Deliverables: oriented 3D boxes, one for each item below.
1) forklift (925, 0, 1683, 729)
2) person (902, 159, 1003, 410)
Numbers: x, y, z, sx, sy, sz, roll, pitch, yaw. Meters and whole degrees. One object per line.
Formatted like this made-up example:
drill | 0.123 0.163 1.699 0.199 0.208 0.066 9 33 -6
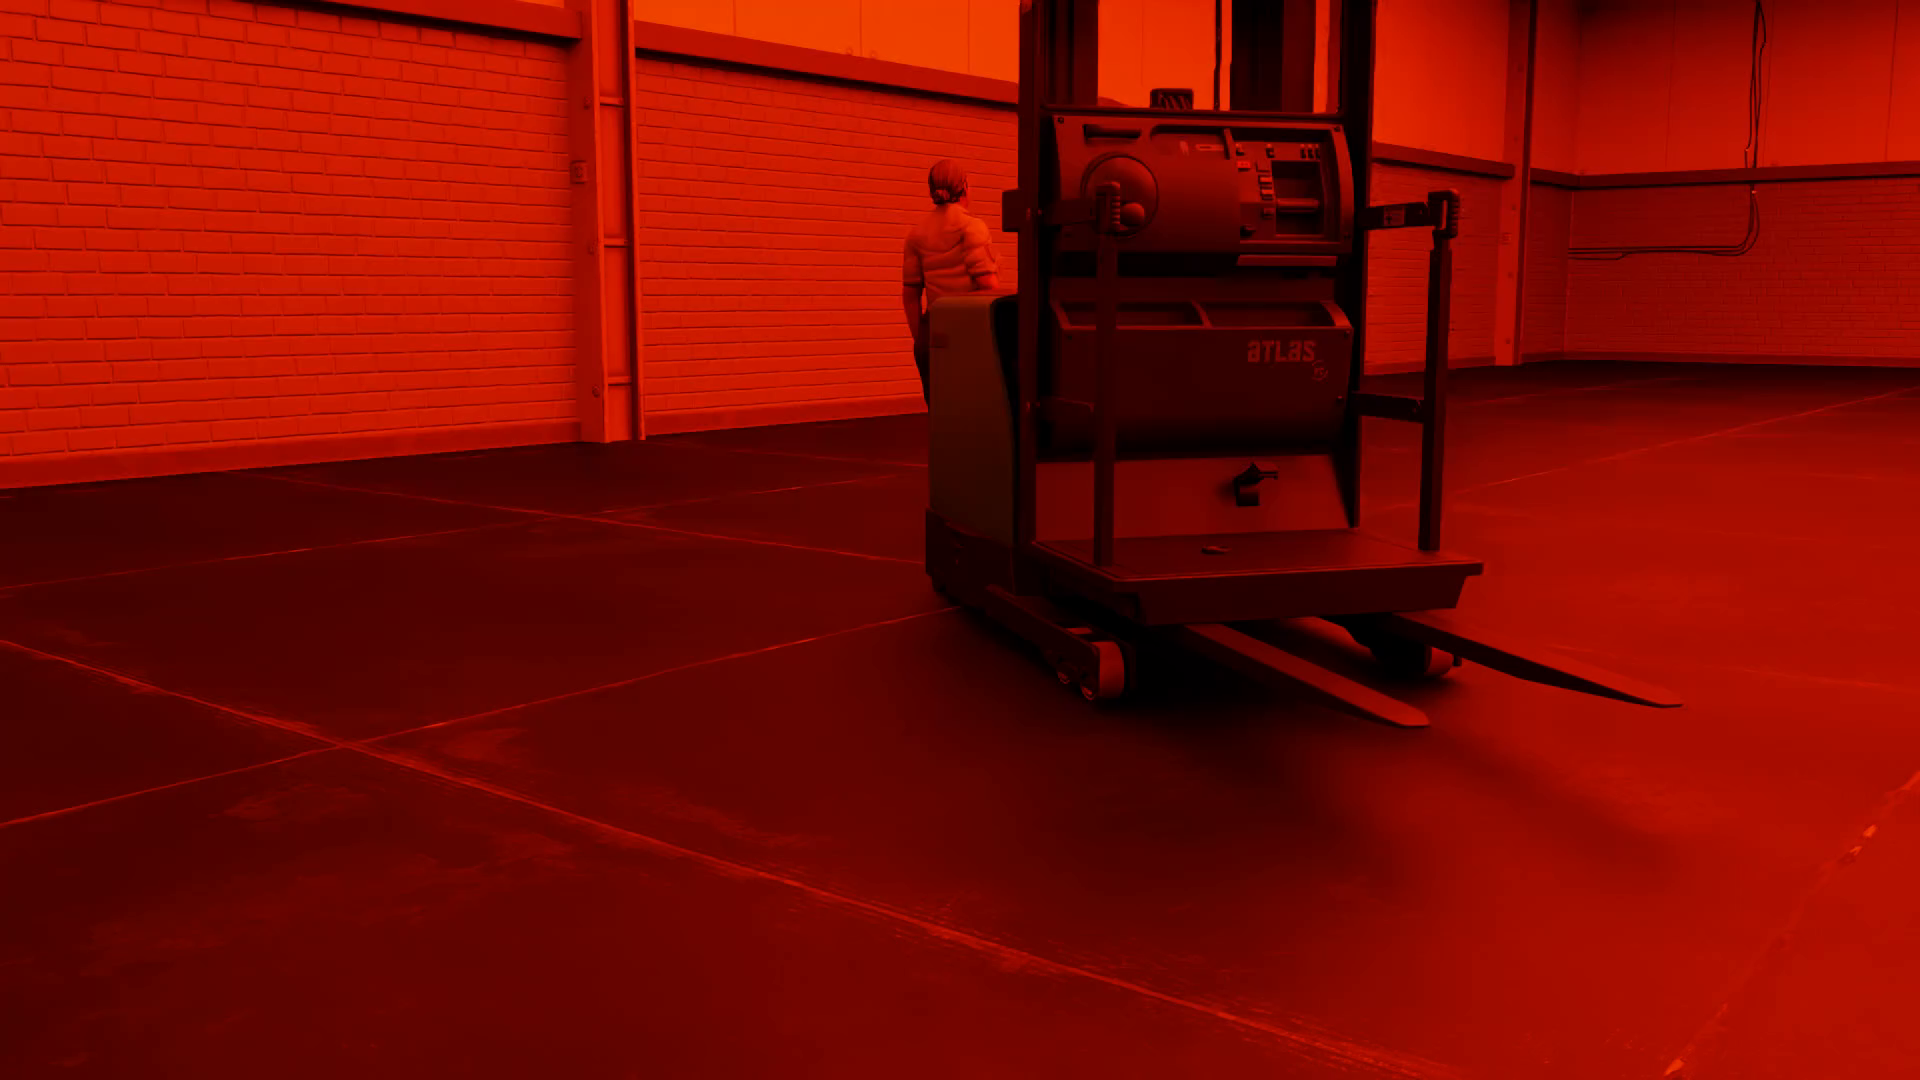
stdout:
forklift | 0.780 -1.081 4.672 1.130 2.935 3.031 -2 9 -16
person | 0.075 -0.830 7.340 0.598 1.651 0.502 7 11 38
